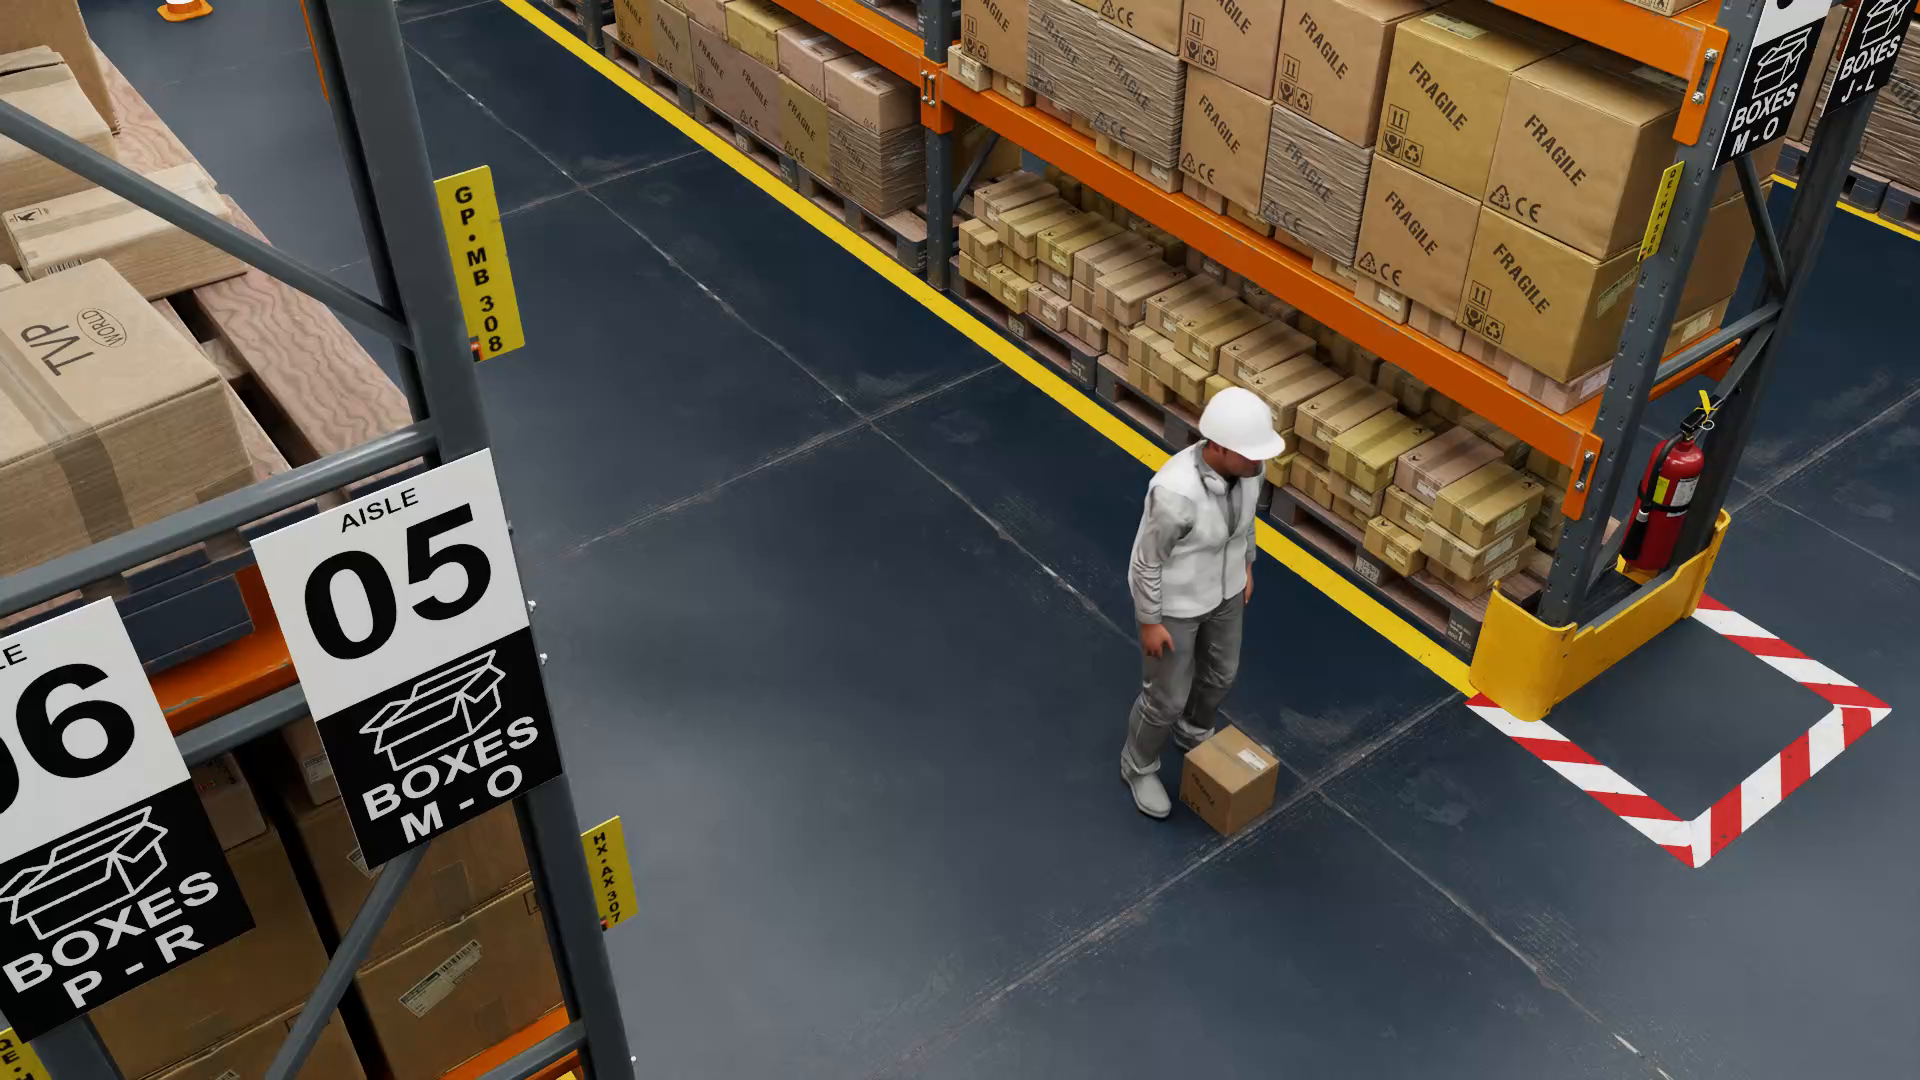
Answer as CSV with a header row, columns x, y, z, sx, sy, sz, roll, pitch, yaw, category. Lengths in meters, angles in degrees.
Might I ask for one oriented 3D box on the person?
x,y,z,sx,sy,sz,roll,pitch,yaw,category
0.843,0.190,5.911,0.578,1.769,0.466,-28,48,-29,person
